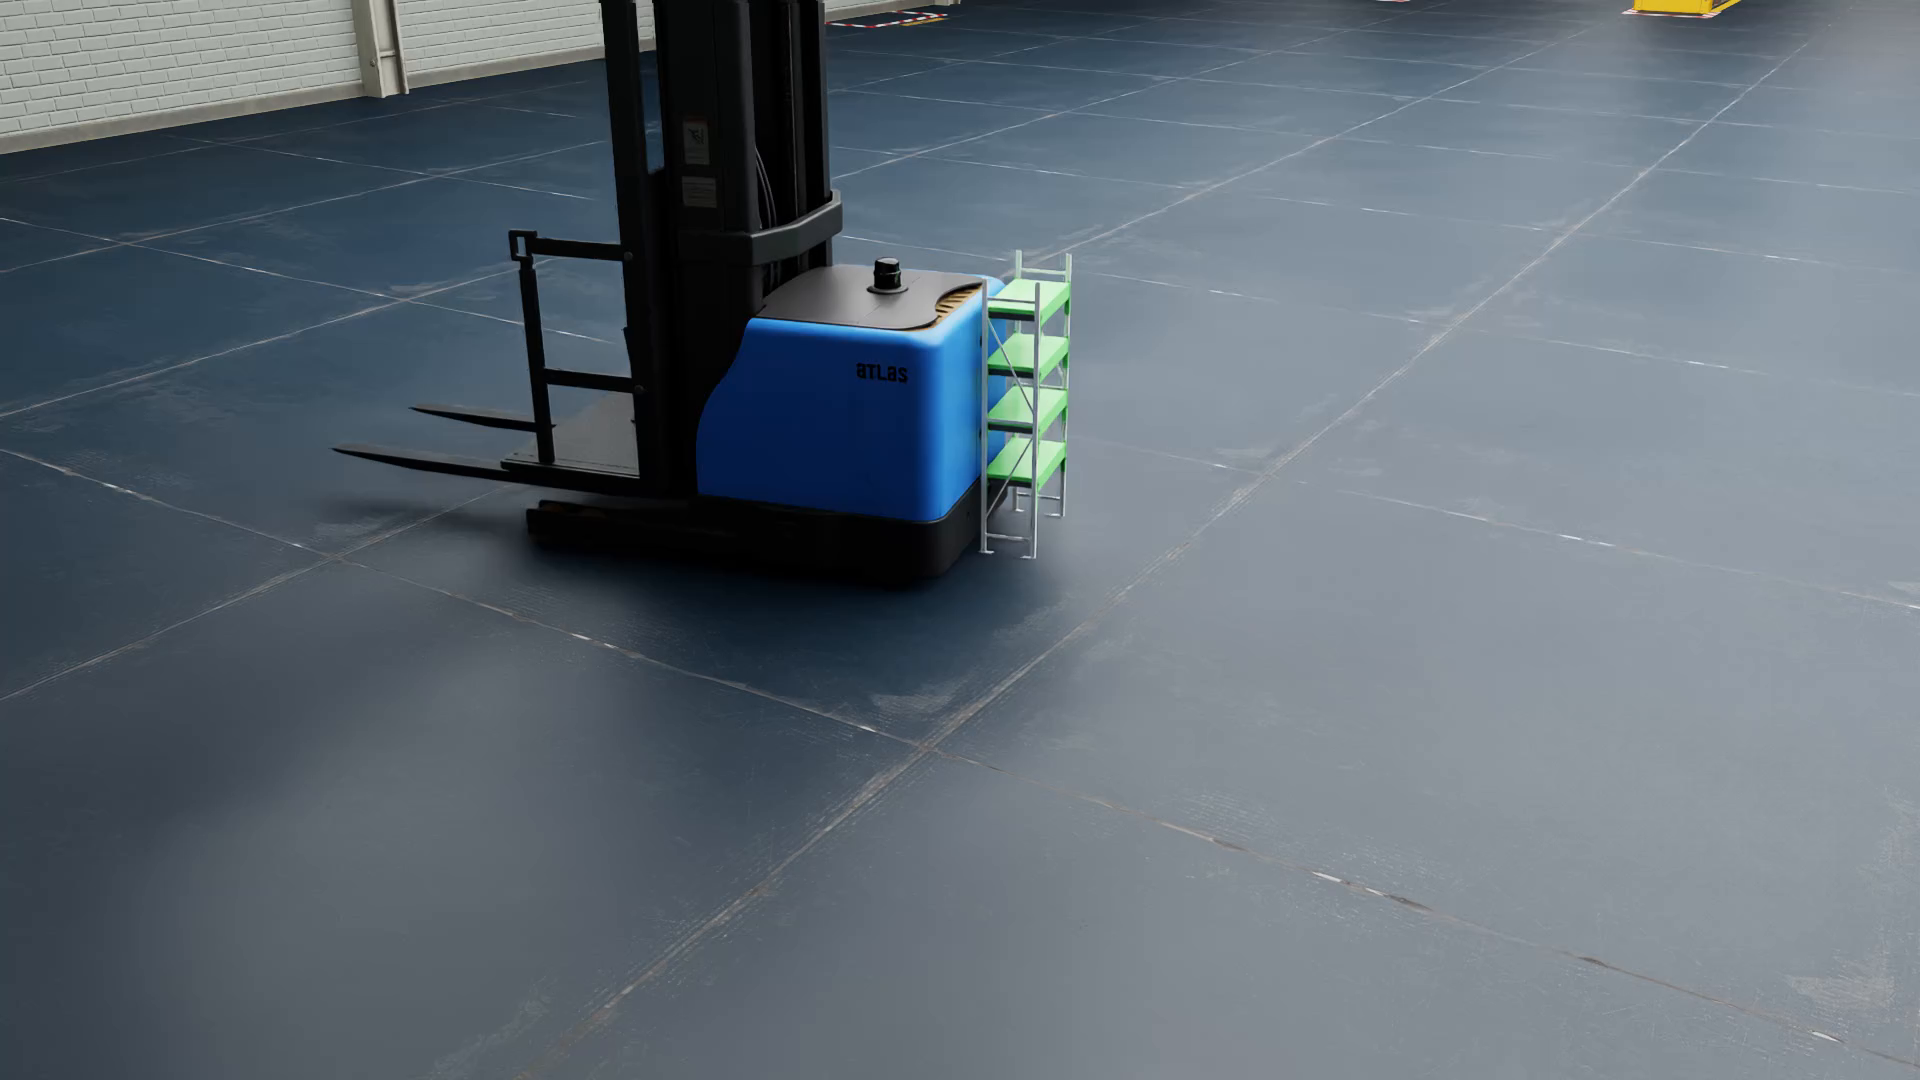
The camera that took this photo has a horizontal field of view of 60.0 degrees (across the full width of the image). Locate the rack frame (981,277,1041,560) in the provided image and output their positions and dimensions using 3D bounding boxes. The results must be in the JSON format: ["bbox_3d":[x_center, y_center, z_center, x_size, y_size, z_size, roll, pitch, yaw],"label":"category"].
[{"bbox_3d":[0.205,-0.483,6.856,0.240,1.200,0.015,7,24,16],"label":"rack frame"}]

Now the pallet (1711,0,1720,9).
[{"bbox_3d":[12.151,-9.083,27.966,1.003,0.211,1.213,14,27,29],"label":"pallet"}]

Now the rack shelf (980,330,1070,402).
[{"bbox_3d":[0.279,-0.737,6.999,0.258,0.148,0.480,7,24,16],"label":"rack shelf"}]

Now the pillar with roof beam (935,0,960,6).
[{"bbox_3d":[3.428,-12.374,24.506,9.100,9.000,0.400,14,27,29],"label":"pillar with roof beam"}]

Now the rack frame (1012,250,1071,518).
[{"bbox_3d":[0.354,-0.668,7.282,0.240,1.200,0.015,7,24,16],"label":"rack frame"}]

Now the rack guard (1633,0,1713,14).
[{"bbox_3d":[11.718,-8.943,27.278,1.175,0.500,0.348,14,27,29],"label":"rack guard"}]

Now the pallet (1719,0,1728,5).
[{"bbox_3d":[12.796,-9.493,28.914,1.003,0.211,1.213,14,27,29],"label":"pallet"}]

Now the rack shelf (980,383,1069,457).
[{"bbox_3d":[0.279,-0.517,7.095,0.258,0.148,0.480,7,24,16],"label":"rack shelf"}]

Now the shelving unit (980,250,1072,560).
[{"bbox_3d":[0.279,-0.576,7.069,0.258,1.200,0.503,7,24,16],"label":"shelving unit"}]

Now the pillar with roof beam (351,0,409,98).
[{"bbox_3d":[-2.902,-8.324,15.151,9.100,9.000,0.400,14,27,29],"label":"pillar with roof beam"}]

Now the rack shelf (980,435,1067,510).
[{"bbox_3d":[0.279,-0.297,7.190,0.258,0.148,0.480,7,24,16],"label":"rack shelf"}]

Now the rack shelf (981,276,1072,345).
[{"bbox_3d":[0.279,-0.957,6.904,0.258,0.148,0.480,7,24,16],"label":"rack shelf"}]

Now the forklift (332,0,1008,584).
[{"bbox_3d":[-1.359,-1.501,7.028,3.031,2.935,1.130,7,25,17],"label":"forklift"}]
